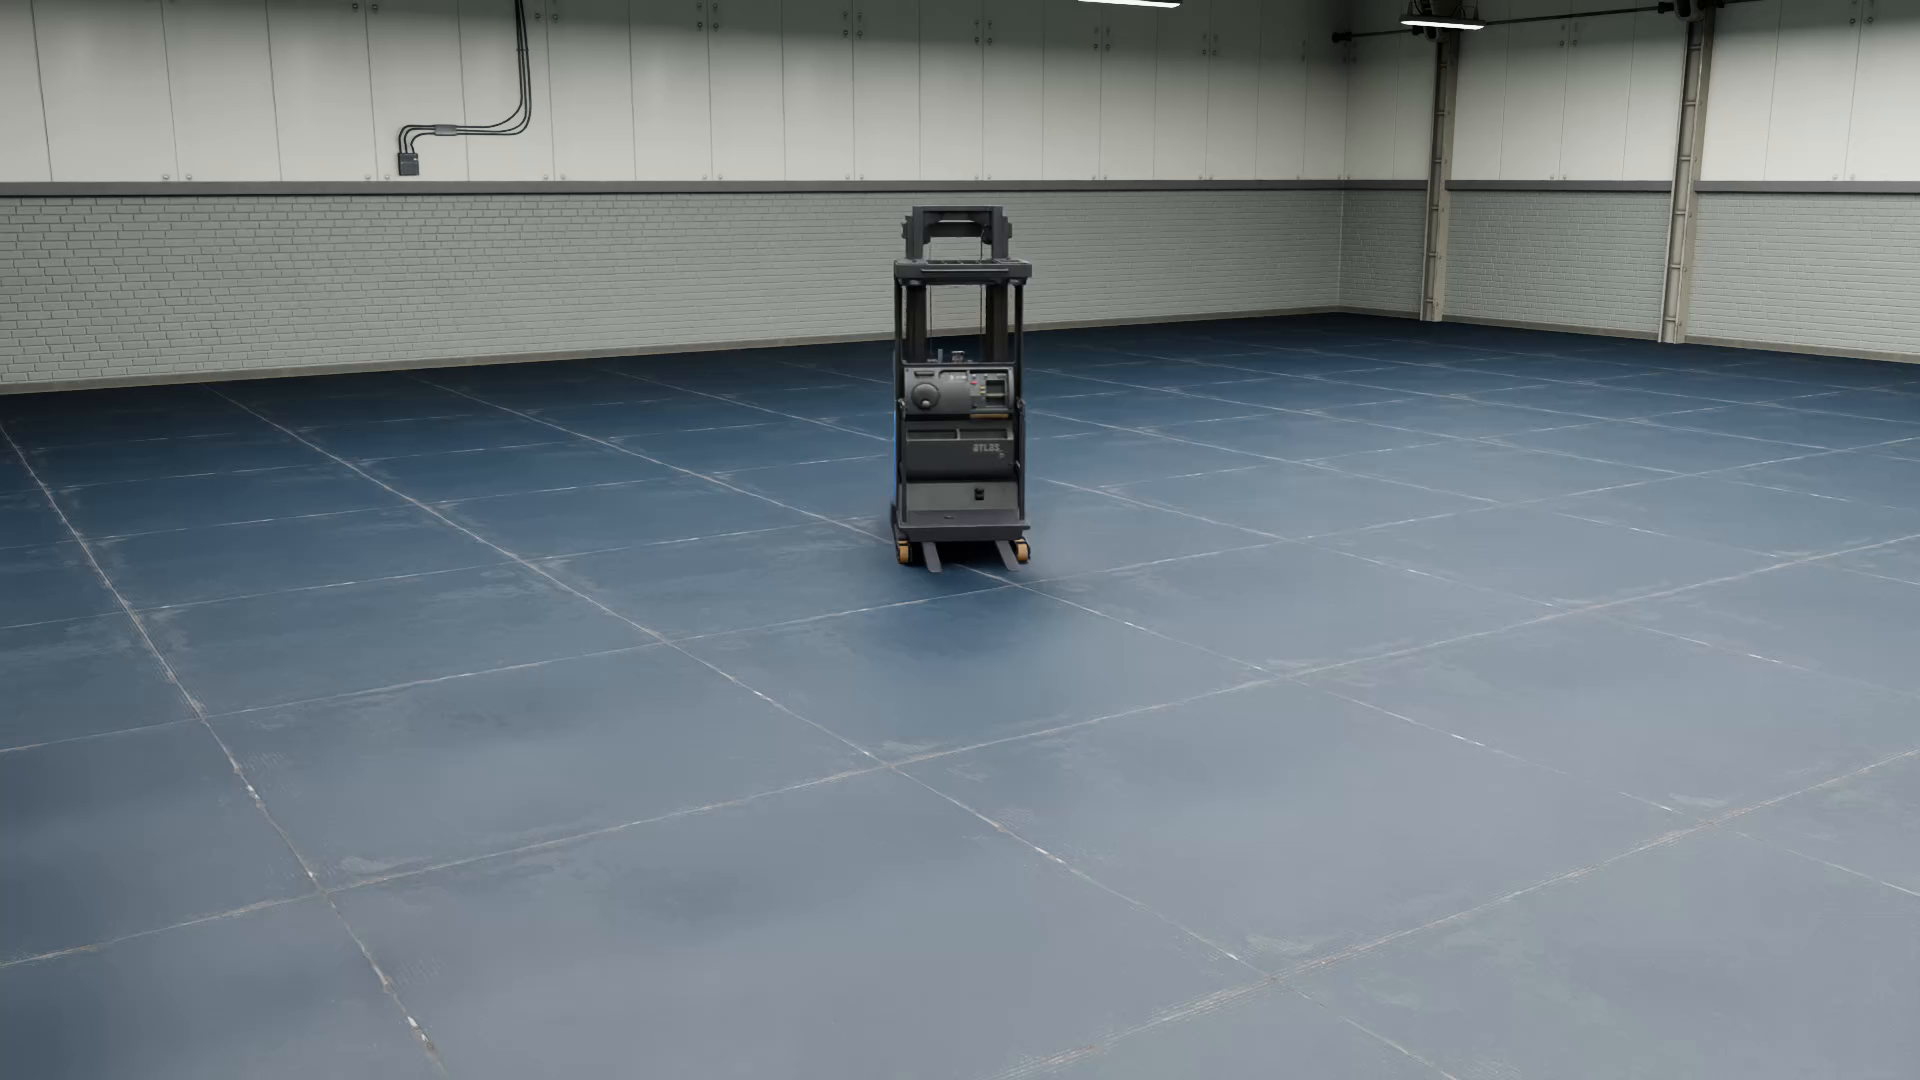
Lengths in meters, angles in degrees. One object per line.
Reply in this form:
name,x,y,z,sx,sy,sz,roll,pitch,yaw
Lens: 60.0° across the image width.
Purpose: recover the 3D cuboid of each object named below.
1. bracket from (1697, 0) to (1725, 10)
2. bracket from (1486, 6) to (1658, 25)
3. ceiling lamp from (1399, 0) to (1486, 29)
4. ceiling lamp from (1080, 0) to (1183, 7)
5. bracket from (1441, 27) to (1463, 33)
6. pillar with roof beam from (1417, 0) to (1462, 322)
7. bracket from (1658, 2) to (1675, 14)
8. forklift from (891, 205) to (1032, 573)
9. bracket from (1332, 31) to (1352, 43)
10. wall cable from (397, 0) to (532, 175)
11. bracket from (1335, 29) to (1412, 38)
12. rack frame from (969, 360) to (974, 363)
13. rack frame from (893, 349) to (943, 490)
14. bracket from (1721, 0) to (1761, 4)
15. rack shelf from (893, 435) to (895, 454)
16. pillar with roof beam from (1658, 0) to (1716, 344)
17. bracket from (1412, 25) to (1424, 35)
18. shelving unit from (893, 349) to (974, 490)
bracket,13.865,-9.908,30.679,0.235,0.232,0.430,-8,15,-33
bracket,11.968,-10.517,33.464,0.076,0.066,4.783,-8,15,-33
ceiling lamp,8.617,-10.910,30.022,2.000,3.185,0.800,-8,15,-33
ceiling lamp,2.507,-10.041,26.049,2.000,3.185,0.800,-8,15,-33
bracket,10.540,-10.975,35.559,0.235,0.232,0.430,-8,15,-33
pillar with roof beam,7.022,-8.823,34.143,9.100,9.000,0.548,-8,15,-33
bracket,13.405,-10.056,31.354,0.235,0.232,0.430,-8,15,-33
forklift,0.009,-1.296,13.927,1.130,2.935,3.031,-1,12,-4
bracket,8.767,-11.544,38.161,0.235,0.232,0.430,-8,15,-33
wall cable,-8.237,-9.067,27.297,2.305,6.003,0.169,-8,15,-33
bracket,9.095,-11.439,37.681,0.076,0.066,3.189,-8,15,-33
rack frame,-0.114,-0.936,15.632,0.500,1.500,0.032,-4,13,-17
rack frame,-0.414,-1.144,16.580,0.500,1.500,0.032,-4,13,-17
bracket,15.292,-9.450,28.584,0.076,0.066,4.783,-8,15,-33
rack shelf,-0.264,-0.864,16.144,0.538,0.185,1.000,-4,13,-17
pillar with roof beam,10.346,-7.756,29.264,9.100,9.000,0.548,-8,15,-33
bracket,10.080,-11.123,36.234,0.235,0.232,0.430,-8,15,-33
shelving unit,-0.264,-1.040,16.106,0.538,1.500,1.048,-4,13,-17
